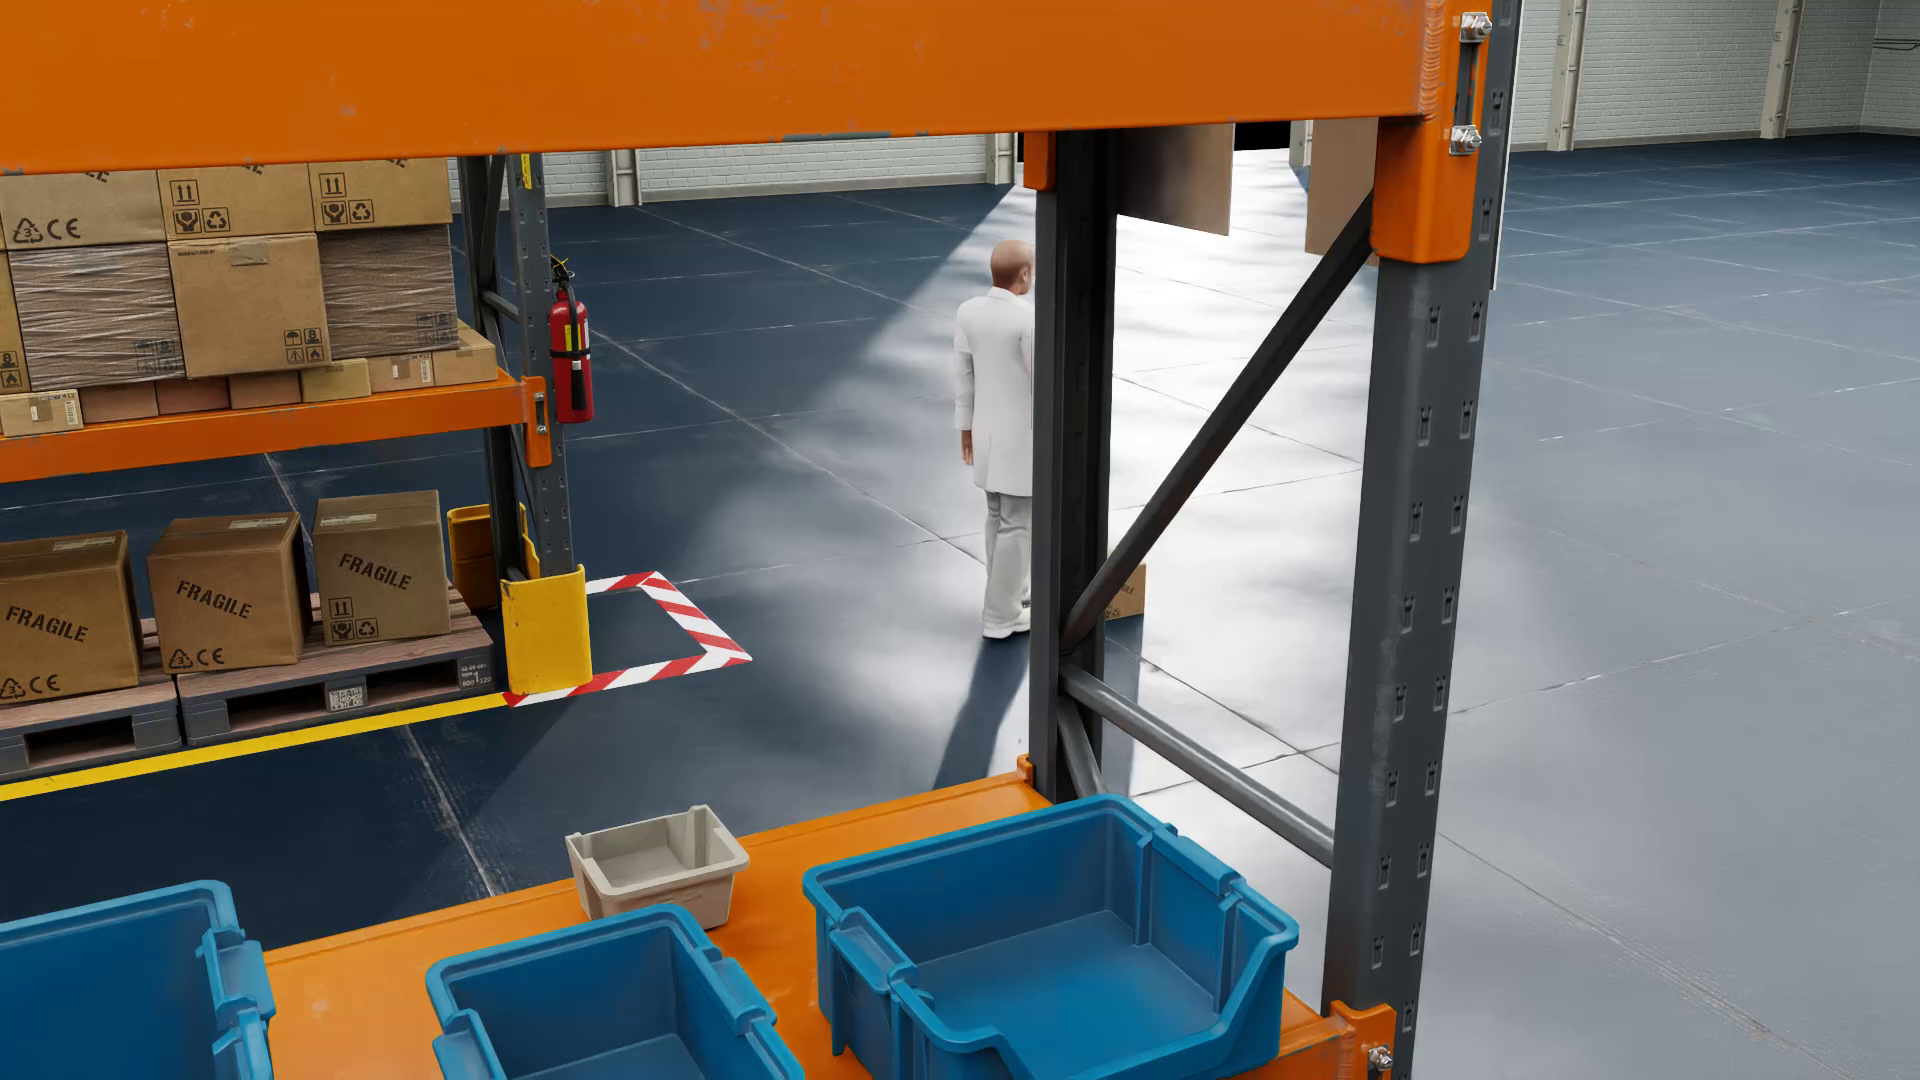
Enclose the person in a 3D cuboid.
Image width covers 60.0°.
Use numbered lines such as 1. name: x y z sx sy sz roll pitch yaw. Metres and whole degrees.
1. person: 0.274 -0.410 7.483 0.607 1.687 0.610 -16 24 -40
